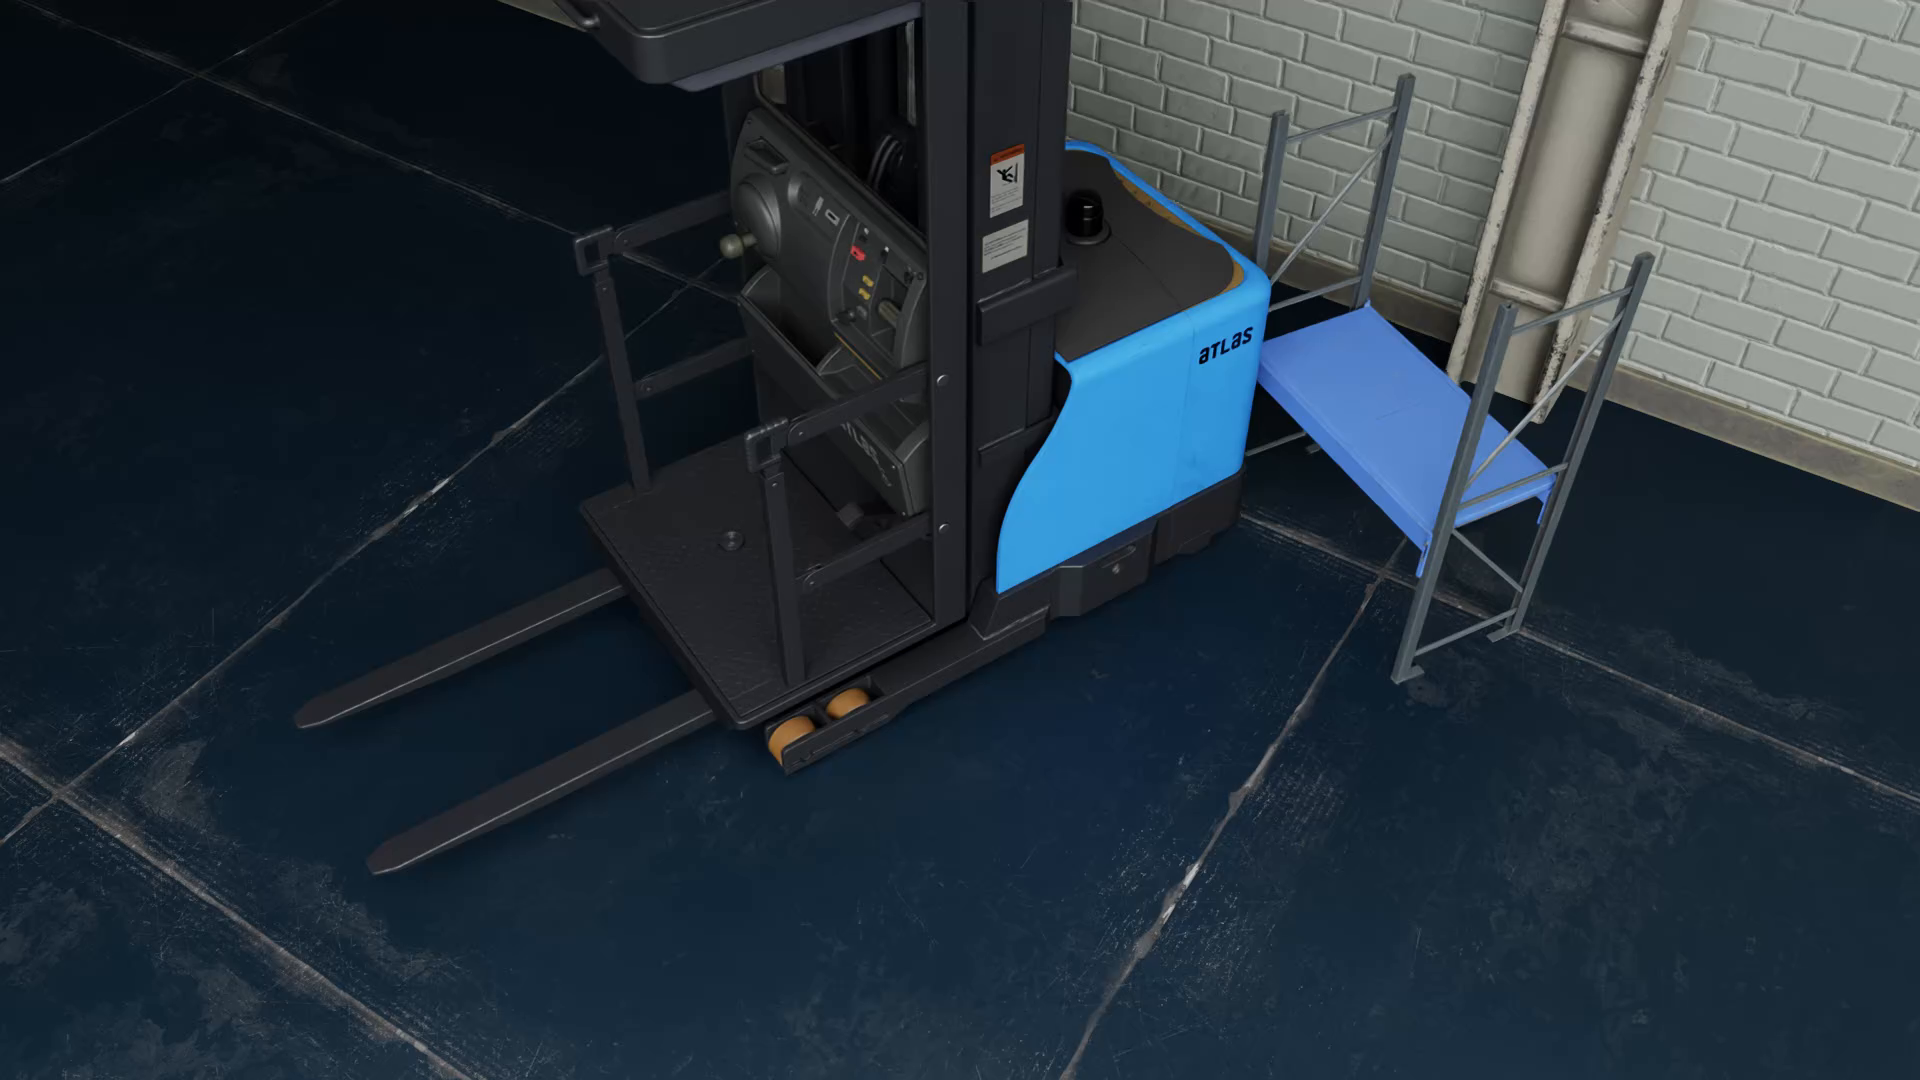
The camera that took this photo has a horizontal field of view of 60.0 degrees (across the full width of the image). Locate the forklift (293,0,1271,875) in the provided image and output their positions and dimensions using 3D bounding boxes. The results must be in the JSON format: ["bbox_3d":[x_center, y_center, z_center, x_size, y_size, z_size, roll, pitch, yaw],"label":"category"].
[{"bbox_3d":[-0.542,-0.758,4.443,3.031,2.935,1.130,-26,51,-23],"label":"forklift"}]

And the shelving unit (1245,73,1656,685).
[{"bbox_3d":[1.376,-0.477,5.168,0.538,1.500,1.048,-20,49,-18],"label":"shelving unit"}]

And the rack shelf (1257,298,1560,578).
[{"bbox_3d":[1.376,-0.352,5.297,0.538,0.185,1.000,-20,49,-18],"label":"rack shelf"}]

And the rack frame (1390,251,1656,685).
[{"bbox_3d":[1.606,-0.152,4.852,0.500,1.500,0.032,-20,49,-18],"label":"rack frame"}]

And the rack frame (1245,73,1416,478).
[{"bbox_3d":[1.147,-0.802,5.484,0.500,1.500,0.032,-20,49,-18],"label":"rack frame"}]

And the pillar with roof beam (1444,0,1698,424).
[{"bbox_3d":[-0.252,-1.134,0.578,0.400,9.000,9.100,25,51,22],"label":"pillar with roof beam"}]
